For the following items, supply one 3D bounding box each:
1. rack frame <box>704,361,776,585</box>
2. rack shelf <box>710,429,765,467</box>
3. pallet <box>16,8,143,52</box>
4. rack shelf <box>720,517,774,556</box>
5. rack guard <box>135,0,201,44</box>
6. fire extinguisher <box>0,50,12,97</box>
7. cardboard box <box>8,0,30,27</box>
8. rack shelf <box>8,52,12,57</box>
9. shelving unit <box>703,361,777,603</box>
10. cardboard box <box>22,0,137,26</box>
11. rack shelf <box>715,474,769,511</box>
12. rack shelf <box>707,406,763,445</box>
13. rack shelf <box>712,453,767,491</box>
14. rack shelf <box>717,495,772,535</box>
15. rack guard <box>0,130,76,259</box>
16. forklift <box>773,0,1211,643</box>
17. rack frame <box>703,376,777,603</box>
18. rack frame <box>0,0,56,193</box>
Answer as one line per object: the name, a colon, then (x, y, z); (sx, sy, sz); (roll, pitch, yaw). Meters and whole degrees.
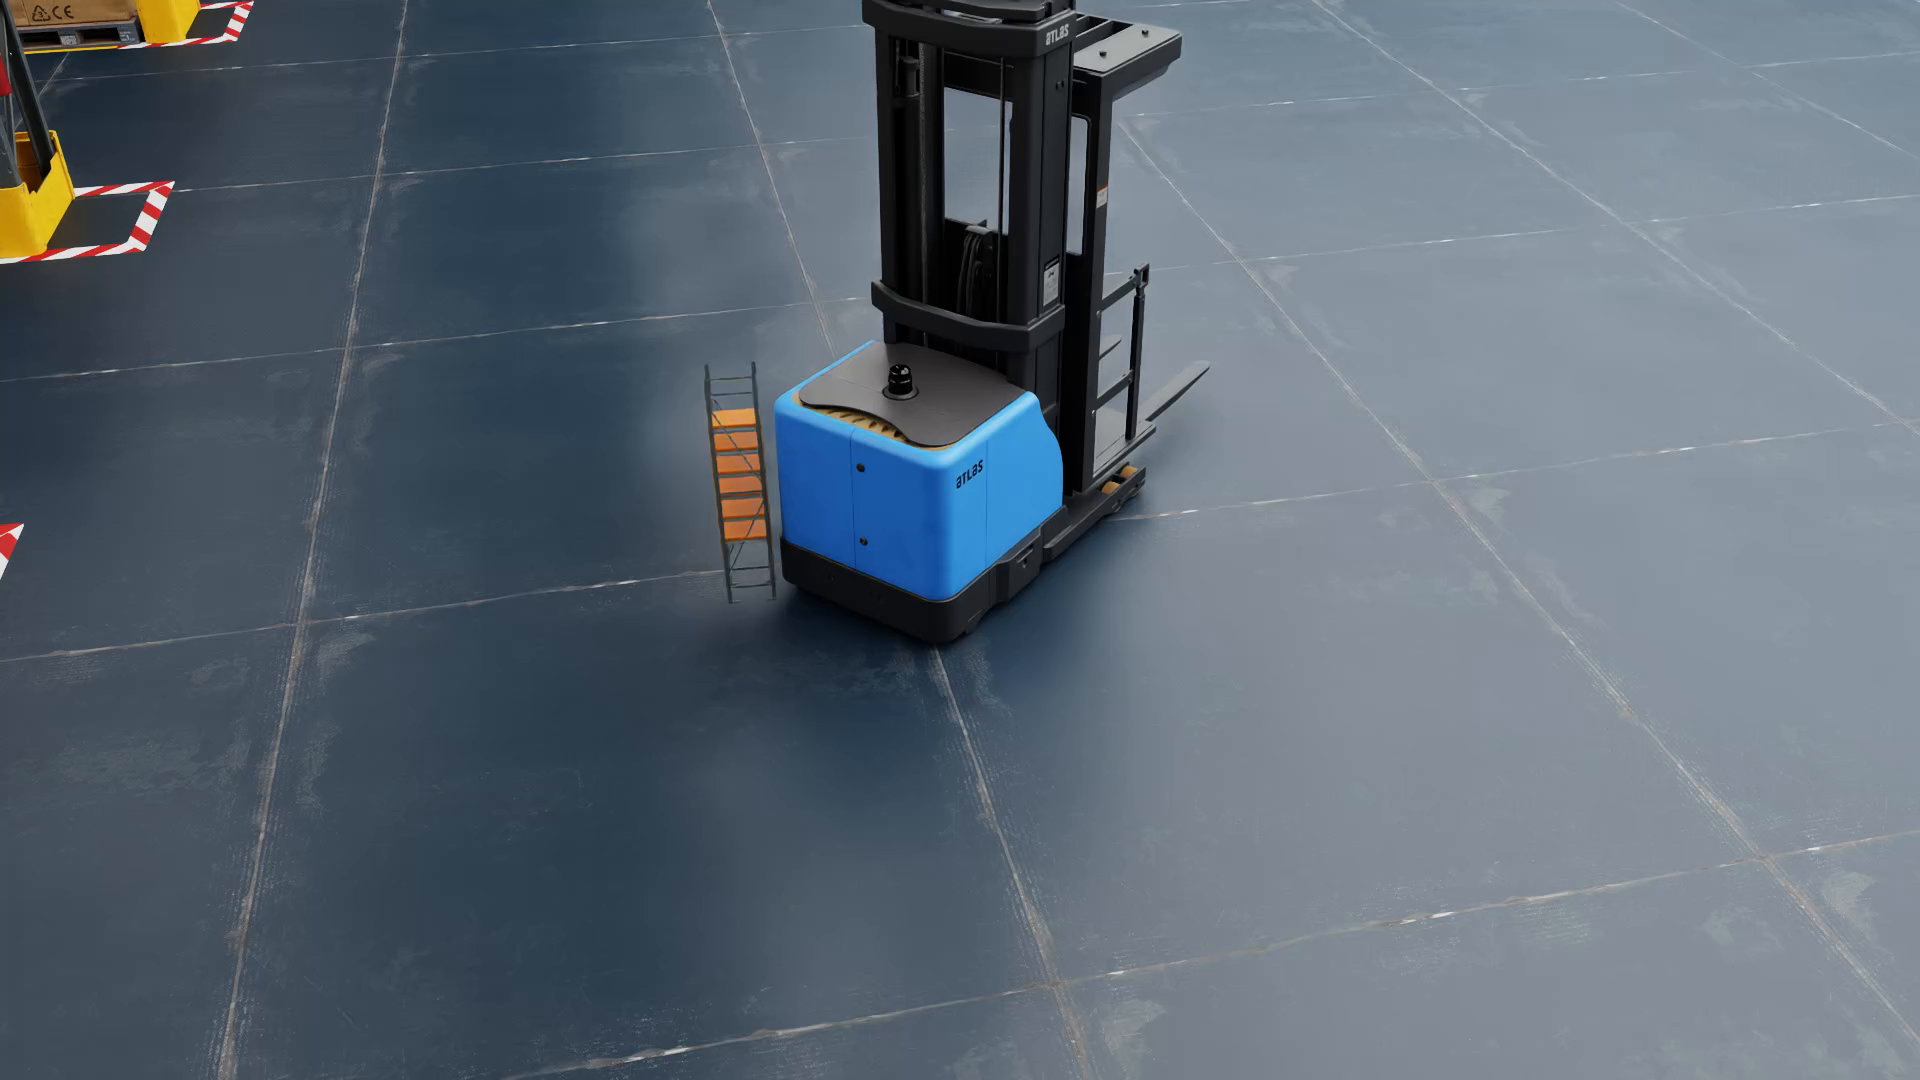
rack frame: (-1.070, -0.310, 8.134); (0.240, 1.200, 0.006); (-5, 29, -5)
rack shelf: (-1.064, -0.438, 7.961); (0.258, 0.103, 0.180); (-5, 29, -5)
pallet: (-8.461, -4.973, 15.971); (1.213, 0.211, 1.003); (-7, 35, -11)
rack shelf: (-1.050, -0.017, 8.190); (0.258, 0.103, 0.180); (-5, 29, -5)
rack guard: (-7.675, -5.236, 16.104); (0.348, 0.500, 1.175); (-7, 35, -11)
fire extinguisher: (-6.489, -3.295, 11.037); (0.183, 0.674, 0.296); (-7, 35, -11)
cardboard box: (-9.203, -5.335, 15.538); (0.875, 0.875, 0.875); (-8, 35, -11)
rack shelf: (-8.653, -3.019, 11.202); (4.000, 0.370, 1.077); (-7, 35, -11)
shelving unit: (-1.059, -0.267, 8.054); (0.258, 1.200, 0.189); (-5, 29, -5)
cardboard box: (-8.345, -5.444, 15.701); (0.875, 0.875, 0.875); (-7, 34, -10)
rack shelf: (-1.057, -0.228, 8.076); (0.258, 0.103, 0.180); (-5, 29, -5)
rack shelf: (-1.068, -0.543, 7.903); (0.258, 0.103, 0.180); (-5, 29, -5)
rack shelf: (-1.061, -0.333, 8.018); (0.258, 0.103, 0.180); (-5, 29, -5)
rack shelf: (-1.054, -0.122, 8.133); (0.258, 0.103, 0.180); (-5, 29, -5)
rack guard: (-6.777, -2.516, 12.050); (0.348, 0.500, 1.175); (-7, 35, -11)
forklift: (0.358, -1.504, 8.361); (1.130, 2.935, 3.031); (21, 39, 28)
rack frame: (-1.048, -0.223, 7.974); (0.240, 1.200, 0.006); (-5, 29, -5)
rack frame: (-6.702, -3.563, 11.368); (0.127, 3.000, 1.000); (-7, 35, -11)
